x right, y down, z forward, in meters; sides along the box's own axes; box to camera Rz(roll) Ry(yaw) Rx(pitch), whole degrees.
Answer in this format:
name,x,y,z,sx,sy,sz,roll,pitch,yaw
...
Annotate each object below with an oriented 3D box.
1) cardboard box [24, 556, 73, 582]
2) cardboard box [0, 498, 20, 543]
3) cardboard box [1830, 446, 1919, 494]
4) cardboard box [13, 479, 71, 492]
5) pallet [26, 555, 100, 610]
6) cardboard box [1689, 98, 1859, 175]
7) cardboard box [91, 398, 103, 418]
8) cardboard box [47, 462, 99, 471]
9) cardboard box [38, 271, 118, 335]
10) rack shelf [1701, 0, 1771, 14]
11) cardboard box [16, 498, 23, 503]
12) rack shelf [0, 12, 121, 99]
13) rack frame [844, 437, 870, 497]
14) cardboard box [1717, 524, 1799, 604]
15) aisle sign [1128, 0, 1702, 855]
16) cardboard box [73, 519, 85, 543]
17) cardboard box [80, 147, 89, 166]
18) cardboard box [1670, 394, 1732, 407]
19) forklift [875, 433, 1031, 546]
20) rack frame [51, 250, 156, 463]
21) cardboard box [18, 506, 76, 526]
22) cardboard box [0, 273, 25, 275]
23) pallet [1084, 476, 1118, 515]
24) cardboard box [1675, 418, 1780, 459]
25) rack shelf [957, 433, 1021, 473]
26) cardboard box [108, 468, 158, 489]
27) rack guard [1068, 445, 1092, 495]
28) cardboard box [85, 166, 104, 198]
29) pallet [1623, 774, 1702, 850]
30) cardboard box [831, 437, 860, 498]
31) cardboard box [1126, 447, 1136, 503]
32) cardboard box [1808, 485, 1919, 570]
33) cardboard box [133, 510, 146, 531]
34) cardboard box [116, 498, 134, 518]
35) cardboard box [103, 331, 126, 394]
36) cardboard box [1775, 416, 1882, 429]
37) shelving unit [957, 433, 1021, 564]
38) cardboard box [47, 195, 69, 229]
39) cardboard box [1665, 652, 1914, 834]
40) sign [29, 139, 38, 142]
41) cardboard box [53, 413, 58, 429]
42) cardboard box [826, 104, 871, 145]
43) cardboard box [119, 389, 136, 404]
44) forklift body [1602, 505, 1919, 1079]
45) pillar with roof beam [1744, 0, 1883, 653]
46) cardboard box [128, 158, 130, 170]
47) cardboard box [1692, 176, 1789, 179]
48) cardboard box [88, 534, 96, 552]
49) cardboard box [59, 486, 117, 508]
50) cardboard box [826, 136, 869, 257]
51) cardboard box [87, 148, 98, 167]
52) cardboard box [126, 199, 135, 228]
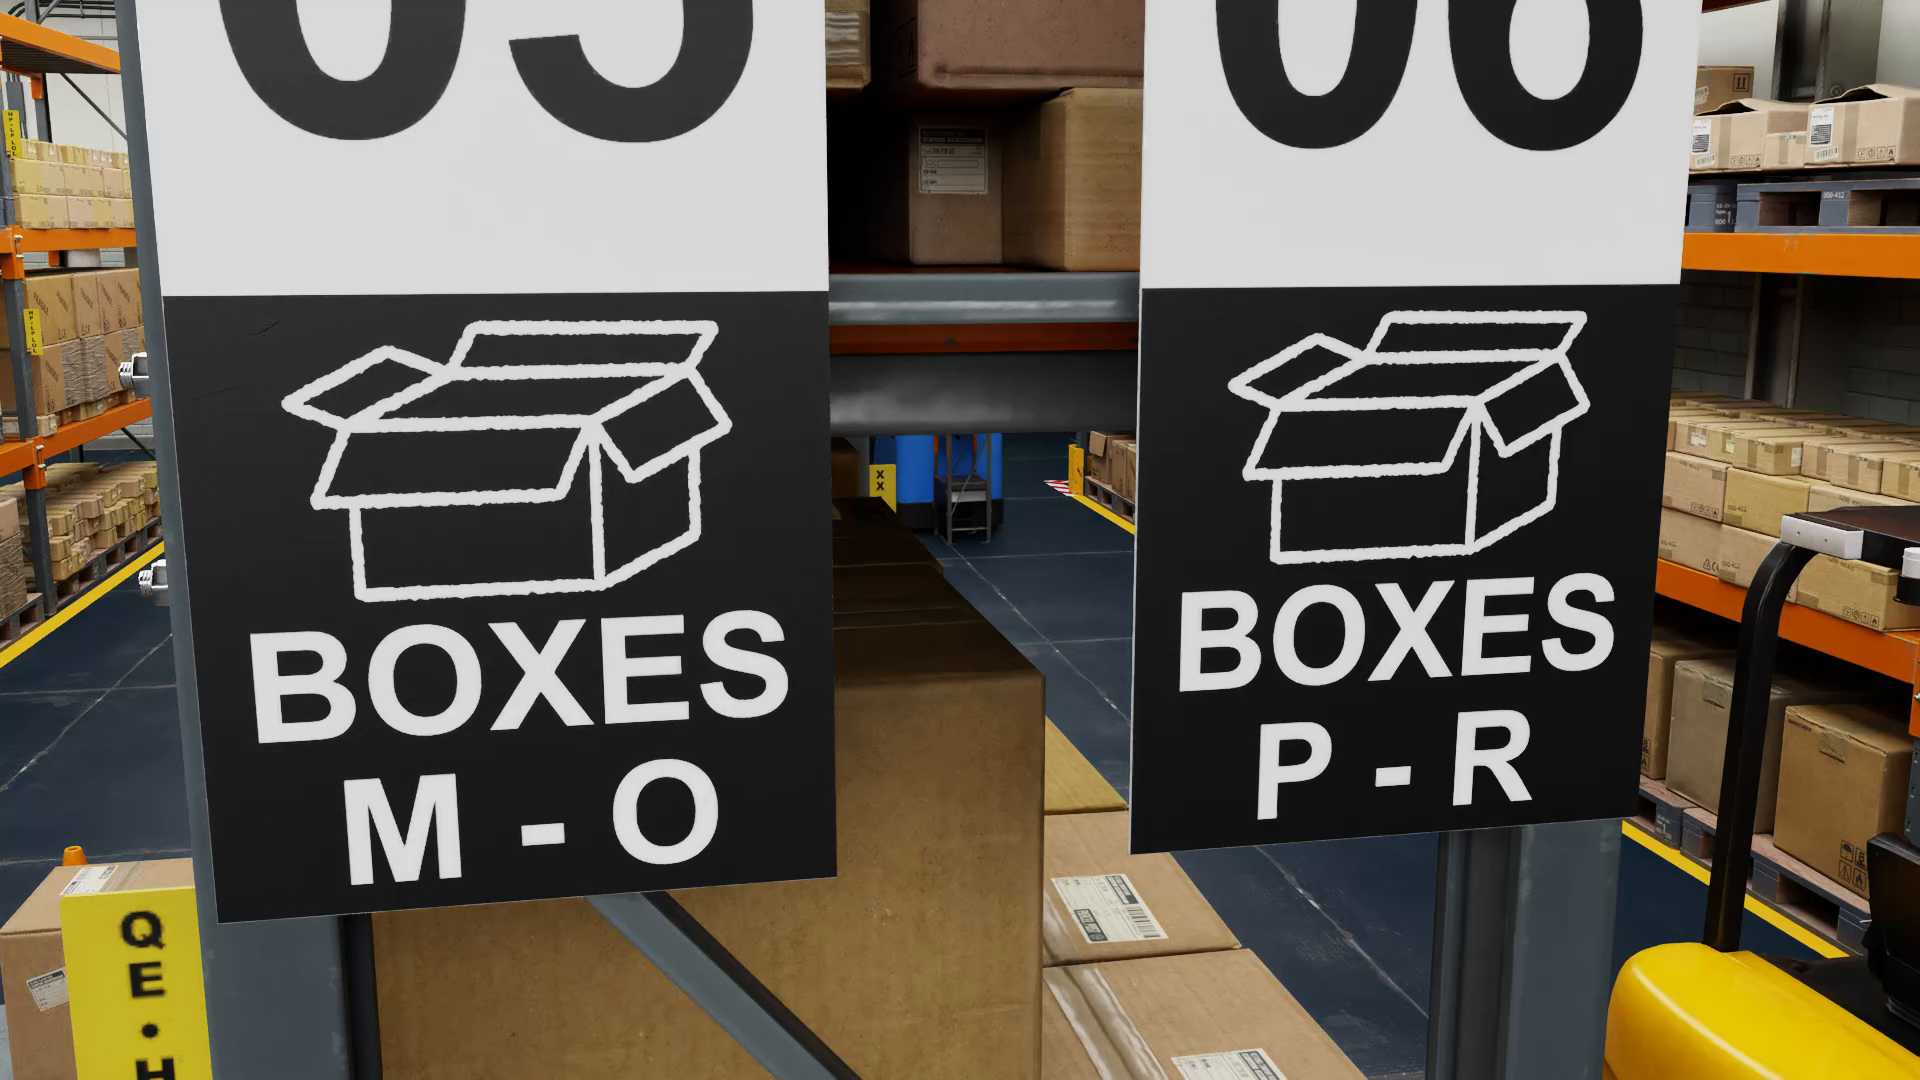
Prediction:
name,x,y,z,sx,sy,sz,roll,pitch,yaw
cardboard box,-6.930,0.217,12.535,0.380,0.149,0.250,-3,11,-13
cardboard box,-6.781,-0.118,11.350,0.500,0.250,0.500,-2,11,-13
cardboard box,3.734,-0.280,6.644,0.380,0.149,0.250,-2,11,-12
cardboard box,-7.914,-0.431,14.350,0.380,0.149,0.250,-2,11,-9
pallet,-7.339,0.349,12.796,1.003,0.211,1.213,-2,11,-11
cardboard box,3.557,-1.761,7.251,0.500,0.311,0.500,-3,11,-13
cardboard box,-7.212,-1.079,13.514,0.380,0.149,0.250,-2,11,-8
cardboard box,-8.183,-0.622,15.352,0.380,0.149,0.250,-3,11,-14
cardboard box,-7.305,-1.959,13.729,0.500,0.500,0.500,-3,11,-13
rack shelf,3.697,-2.575,7.653,1.077,0.370,4.000,-2,11,-11
cardboard box,-7.760,-0.240,13.346,0.380,0.149,0.250,-3,11,-14
rack shelf,-7.563,-3.857,13.329,1.077,0.370,4.000,-2,11,-11
rack frame,-0.782,0.370,5.230,1.000,3.000,0.127,-2,11,-11
cardboard box,3.628,0.088,7.115,0.500,0.250,0.500,-2,11,-11
aisle sign,0.312,-0.173,1.132,0.394,0.787,0.004,-2,11,-11
cardboard box,-7.200,-0.065,13.221,0.380,0.149,0.250,-3,11,-14
cardboard box,-7.265,-3.092,13.397,0.380,0.149,0.250,-2,11,-13
cardboard box,3.811,-0.673,8.709,0.380,0.149,0.250,-2,11,-11
forklift,-0.250,-1.611,15.822,1.130,2.935,3.031,-3,11,-15
rack frame,-7.952,-1.632,15.750,1.000,3.000,0.127,-2,11,-11
cardboard box,-7.131,-0.165,12.950,0.380,0.149,0.250,-2,11,-12
cardboard box,-7.722,-1.850,13.159,0.500,0.500,0.500,-2,11,-10
pallet,1.923,-0.482,17.164,1.003,0.211,1.213,-2,11,-11
cardboard box,3.524,-0.467,7.624,0.380,0.149,0.250,-2,11,-11
rack shelf,0.242,-0.869,14.222,0.431,0.518,0.480,-3,11,-15
cardboard box,-7.433,-0.551,14.981,0.380,0.149,0.250,-2,11,-12
rack guard,1.767,-0.770,17.905,1.175,0.500,0.348,-2,11,-11
cardboard box,-7.328,-2.922,13.566,0.500,0.250,0.500,-3,11,-13
pallet,3.664,1.201,8.323,1.003,0.211,1.213,-2,11,-11
cardboard box,-0.570,0.052,3.163,0.700,0.500,0.500,-2,11,-11
cardboard box,1.911,-0.616,15.972,0.500,0.500,0.500,-2,11,-10
cardboard box,3.740,-0.064,6.573,0.500,0.250,0.500,-2,11,-12
cardboard box,-7.357,-0.165,14.541,0.380,0.149,0.250,-3,11,-14
cardboard box,-7.322,-0.260,14.248,0.380,0.149,0.250,-2,11,-8
cardboard box,-7.322,-1.475,13.862,0.500,0.500,0.500,-2,11,-8
cardboard box,4.032,-0.487,7.730,0.380,0.149,0.250,-2,11,-11
shelving unit,0.242,-0.883,14.219,0.431,2.100,0.503,-3,11,-15
cardboard box,-7.112,-2.485,12.606,0.500,0.250,0.500,-2,11,-12
cardboard box,3.830,0.911,7.614,0.875,0.625,0.625,-2,11,-12
sign,-8.484,-3.515,15.284,0.100,0.325,0.005,-2,11,-11
cardboard box,-7.031,-0.884,12.489,0.380,0.149,0.250,-2,11,-9
cardboard box,0.071,-0.637,2.104,0.500,0.250,0.500,-2,11,-12
cardboard box,-7.441,-1.272,14.527,0.380,0.149,0.250,-3,11,-14
forklift body,2.706,1.058,3.885,2.313,2.155,1.214,-2,11,-11
pillar with roof beam,0.223,-3.129,7.569,9.100,9.000,0.400,-2,11,-11
cardboard box,-7.626,-3.375,14.883,0.380,0.149,0.250,-2,11,-10
cardboard box,3.840,-1.865,8.186,0.380,0.166,0.250,-2,11,-11
cardboard box,-7.266,0.032,13.509,0.380,0.149,0.250,-3,11,-13
cardboard box,-7.317,-0.355,13.949,0.380,0.149,0.250,-2,11,-11
cardboard box,0.021,-0.458,2.232,0.380,0.149,0.250,-2,11,-11
cardboard box,-7.321,-3.140,13.648,0.380,0.149,0.250,-2,11,-13
cardboard box,-7.498,-2.865,14.605,0.500,0.250,0.500,-2,11,-11
